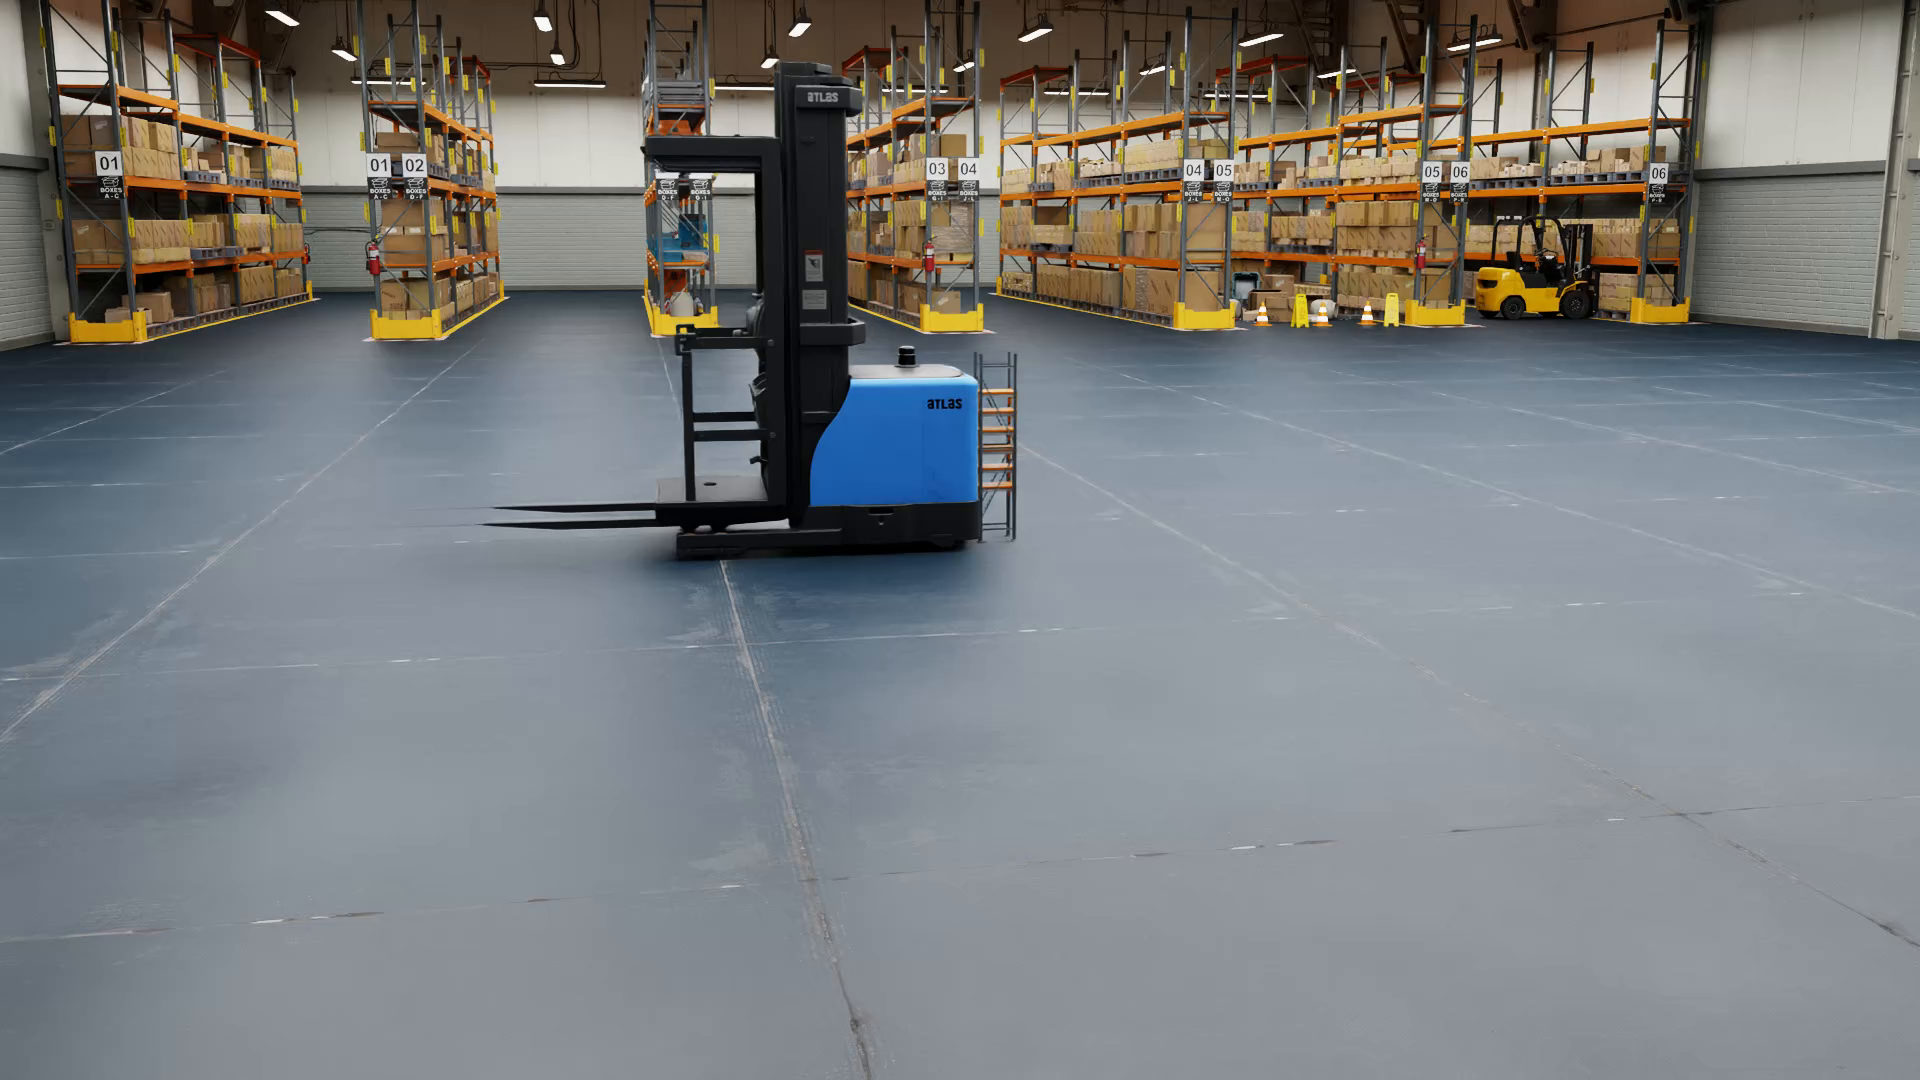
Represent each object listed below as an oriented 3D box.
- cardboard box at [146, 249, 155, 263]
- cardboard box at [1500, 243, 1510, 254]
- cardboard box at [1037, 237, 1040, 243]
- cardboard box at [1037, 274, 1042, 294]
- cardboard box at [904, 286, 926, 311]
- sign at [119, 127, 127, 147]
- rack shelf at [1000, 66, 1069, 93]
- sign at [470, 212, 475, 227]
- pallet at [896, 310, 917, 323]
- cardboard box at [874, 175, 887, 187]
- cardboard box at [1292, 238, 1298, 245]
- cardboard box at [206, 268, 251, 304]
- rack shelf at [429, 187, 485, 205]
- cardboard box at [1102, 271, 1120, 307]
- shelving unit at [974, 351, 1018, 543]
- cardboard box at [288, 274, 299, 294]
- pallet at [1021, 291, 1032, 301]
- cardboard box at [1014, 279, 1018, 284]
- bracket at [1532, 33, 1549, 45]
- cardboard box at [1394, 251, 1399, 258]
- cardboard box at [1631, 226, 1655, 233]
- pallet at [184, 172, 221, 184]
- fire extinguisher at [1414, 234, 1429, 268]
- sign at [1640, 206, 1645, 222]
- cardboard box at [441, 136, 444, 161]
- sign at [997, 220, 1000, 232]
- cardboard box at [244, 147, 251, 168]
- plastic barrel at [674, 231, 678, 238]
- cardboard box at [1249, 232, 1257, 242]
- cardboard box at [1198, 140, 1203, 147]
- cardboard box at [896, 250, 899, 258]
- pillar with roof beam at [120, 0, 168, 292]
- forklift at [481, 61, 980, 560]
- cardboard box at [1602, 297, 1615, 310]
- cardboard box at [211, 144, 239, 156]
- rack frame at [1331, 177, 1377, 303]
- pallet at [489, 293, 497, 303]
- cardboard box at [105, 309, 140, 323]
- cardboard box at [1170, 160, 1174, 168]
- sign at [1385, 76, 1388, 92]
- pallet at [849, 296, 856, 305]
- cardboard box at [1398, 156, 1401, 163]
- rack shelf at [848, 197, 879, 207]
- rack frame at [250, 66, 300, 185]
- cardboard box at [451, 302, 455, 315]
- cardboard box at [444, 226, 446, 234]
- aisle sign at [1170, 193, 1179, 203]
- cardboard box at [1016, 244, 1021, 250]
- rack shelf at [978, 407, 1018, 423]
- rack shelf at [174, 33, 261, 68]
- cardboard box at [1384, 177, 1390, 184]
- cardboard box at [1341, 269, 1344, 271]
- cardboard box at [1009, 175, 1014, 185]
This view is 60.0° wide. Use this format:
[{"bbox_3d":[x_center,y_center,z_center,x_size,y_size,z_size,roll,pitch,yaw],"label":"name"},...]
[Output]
[{"bbox_3d":[-14.615,-5.036,29.478,0.500,0.250,0.500,-2,11,-13],"label":"cardboard box"},{"bbox_3d":[13.147,-6.913,39.394,0.500,0.250,0.500,-2,11,-11],"label":"cardboard box"},{"bbox_3d":[2.189,-7.658,42.457,0.380,0.149,0.250,-2,11,-10],"label":"cardboard box"},{"bbox_3d":[2.295,-6.640,43.122,0.500,0.500,0.500,-2,11,-9],"label":"cardboard box"},{"bbox_3d":[-0.879,-5.081,34.933,0.500,0.500,0.500,-2,11,-13],"label":"cardboard box"},{"bbox_3d":[-14.184,-6.826,28.179,0.100,0.325,0.005,-2,11,-11],"label":"sign"},{"bbox_3d":[2.022,-12.400,44.813,1.077,0.370,4.000,-2,11,-11],"label":"rack shelf"},{"bbox_3d":[-10.870,-7.141,37.097,0.100,0.325,0.005,-2,11,-11],"label":"sign"},{"bbox_3d":[-0.753,-4.686,34.752,1.003,0.211,1.213,-2,11,-11],"label":"pallet"},{"bbox_3d":[-1.645,-8.028,37.229,0.500,0.250,0.500,-2,11,-10],"label":"cardboard box"},{"bbox_3d":[8.092,-7.091,39.477,0.380,0.149,0.250,-1,11,-8],"label":"cardboard box"},{"bbox_3d":[-16.286,-5.661,37.042,0.750,0.750,0.750,-2,11,-12],"label":"cardboard box"},{"bbox_3d":[-11.803,-8.039,38.810,1.077,0.370,4.000,-2,11,-11],"label":"rack shelf"},{"bbox_3d":[3.758,-5.551,36.734,1.050,0.750,0.750,-2,11,-11],"label":"cardboard box"},{"bbox_3d":[0.223,-0.593,10.605,0.258,1.200,0.189,-2,11,-10],"label":"shelving unit"},{"bbox_3d":[-17.496,-6.600,42.912,0.700,0.500,0.500,-2,11,-11],"label":"cardboard box"},{"bbox_3d":[2.246,-6.559,44.591,1.003,0.211,1.213,-2,11,-11],"label":"pallet"},{"bbox_3d":[1.704,-7.197,46.191,0.380,0.149,0.250,-3,11,-14],"label":"cardboard box"},{"bbox_3d":[13.763,-11.873,39.382,0.235,0.232,0.430,-2,11,-11],"label":"bracket"},{"bbox_3d":[9.111,-5.832,33.987,0.380,0.149,0.250,-2,11,-12],"label":"cardboard box"},{"bbox_3d":[14.107,-6.407,34.333,0.380,0.149,0.250,-2,11,-10],"label":"cardboard box"},{"bbox_3d":[-15.714,-7.326,33.643,1.213,0.211,1.003,-2,11,-11],"label":"pallet"},{"bbox_3d":[9.151,-5.729,32.979,0.296,0.674,0.183,-2,11,-11],"label":"fire extinguisher"},{"bbox_3d":[13.914,-6.654,33.901,0.100,0.325,0.005,-2,11,-11],"label":"sign"},{"bbox_3d":[-10.850,-8.011,34.012,0.500,0.500,0.500,-1,11,-6],"label":"cardboard box"},{"bbox_3d":[1.101,-8.946,47.360,0.100,0.325,0.005,-2,11,-11],"label":"sign"},{"bbox_3d":[-17.415,-9.248,40.244,0.500,0.500,0.500,-2,11,-11],"label":"cardboard box"},{"bbox_3d":[-6.167,-6.724,37.637,0.600,0.536,0.708,-2,11,-11],"label":"plastic barrel"},{"bbox_3d":[7.578,-7.617,41.758,0.500,0.250,0.500,-2,11,-12],"label":"cardboard box"},{"bbox_3d":[4.894,-7.769,32.617,0.380,0.149,0.250,-2,11,-12],"label":"cardboard box"},{"bbox_3d":[-1.135,-5.958,34.647,0.380,0.149,0.250,-2,11,-11],"label":"cardboard box"},{"bbox_3d":[-12.645,-9.205,34.990,9.100,9.000,0.548,-2,11,-11],"label":"pillar with roof beam"},{"bbox_3d":[-1.439,-1.423,10.333,3.031,2.935,1.130,-2,11,-9],"label":"forklift"},{"bbox_3d":[13.960,-5.007,35.213,0.500,0.250,0.500,-2,11,-11],"label":"cardboard box"},{"bbox_3d":[-16.885,-8.945,38.198,0.500,0.250,0.500,-2,11,-13],"label":"cardboard box"},{"bbox_3d":[8.803,-6.538,37.025,1.000,3.000,0.127,-2,11,-11],"label":"rack frame"},{"bbox_3d":[-12.565,-6.266,43.052,1.003,0.211,1.213,-2,11,-11],"label":"pallet"},{"bbox_3d":[-14.762,-3.929,29.332,0.500,0.311,0.500,-3,11,-17],"label":"cardboard box"},{"bbox_3d":[4.300,-7.306,32.320,0.380,0.149,0.250,-2,11,-11],"label":"cardboard box"},{"bbox_3d":[9.339,-9.999,36.455,0.100,0.325,0.005,-2,11,-11],"label":"sign"},{"bbox_3d":[-2.250,-6.136,42.372,1.003,0.211,1.213,-2,11,-11],"label":"pallet"},{"bbox_3d":[9.147,-7.741,33.861,0.380,0.149,0.250,-2,11,-11],"label":"cardboard box"},{"bbox_3d":[-2.863,-9.132,44.554,1.077,0.370,4.000,-2,11,-11],"label":"rack shelf"},{"bbox_3d":[-17.828,-10.785,43.294,1.000,3.000,0.127,-2,11,-11],"label":"rack frame"},{"bbox_3d":[-10.331,-4.597,33.055,0.500,0.250,0.500,-2,11,-11],"label":"cardboard box"},{"bbox_3d":[-10.327,-6.098,32.712,0.380,0.149,0.250,-2,11,-12],"label":"cardboard box"},{"bbox_3d":[6.171,-10.019,48.359,0.394,0.787,0.004,-2,11,-11],"label":"aisle sign"},{"bbox_3d":[1.751,-8.011,45.437,0.380,0.149,0.250,-2,11,-10],"label":"cardboard box"},{"bbox_3d":[0.223,-0.785,10.568,0.258,0.103,0.180,-2,11,-10],"label":"rack shelf"},{"bbox_3d":[-16.661,-10.964,37.269,1.077,0.370,4.000,-2,11,-11],"label":"rack shelf"},{"bbox_3d":[9.015,-7.446,34.443,0.380,0.149,0.250,-2,11,-13],"label":"cardboard box"},{"bbox_3d":[11.491,-7.625,48.296,0.700,0.500,0.500,-2,11,-9],"label":"cardboard box"},{"bbox_3d":[1.653,-9.907,45.767,0.500,0.250,0.500,-2,11,-10],"label":"cardboard box"}]
